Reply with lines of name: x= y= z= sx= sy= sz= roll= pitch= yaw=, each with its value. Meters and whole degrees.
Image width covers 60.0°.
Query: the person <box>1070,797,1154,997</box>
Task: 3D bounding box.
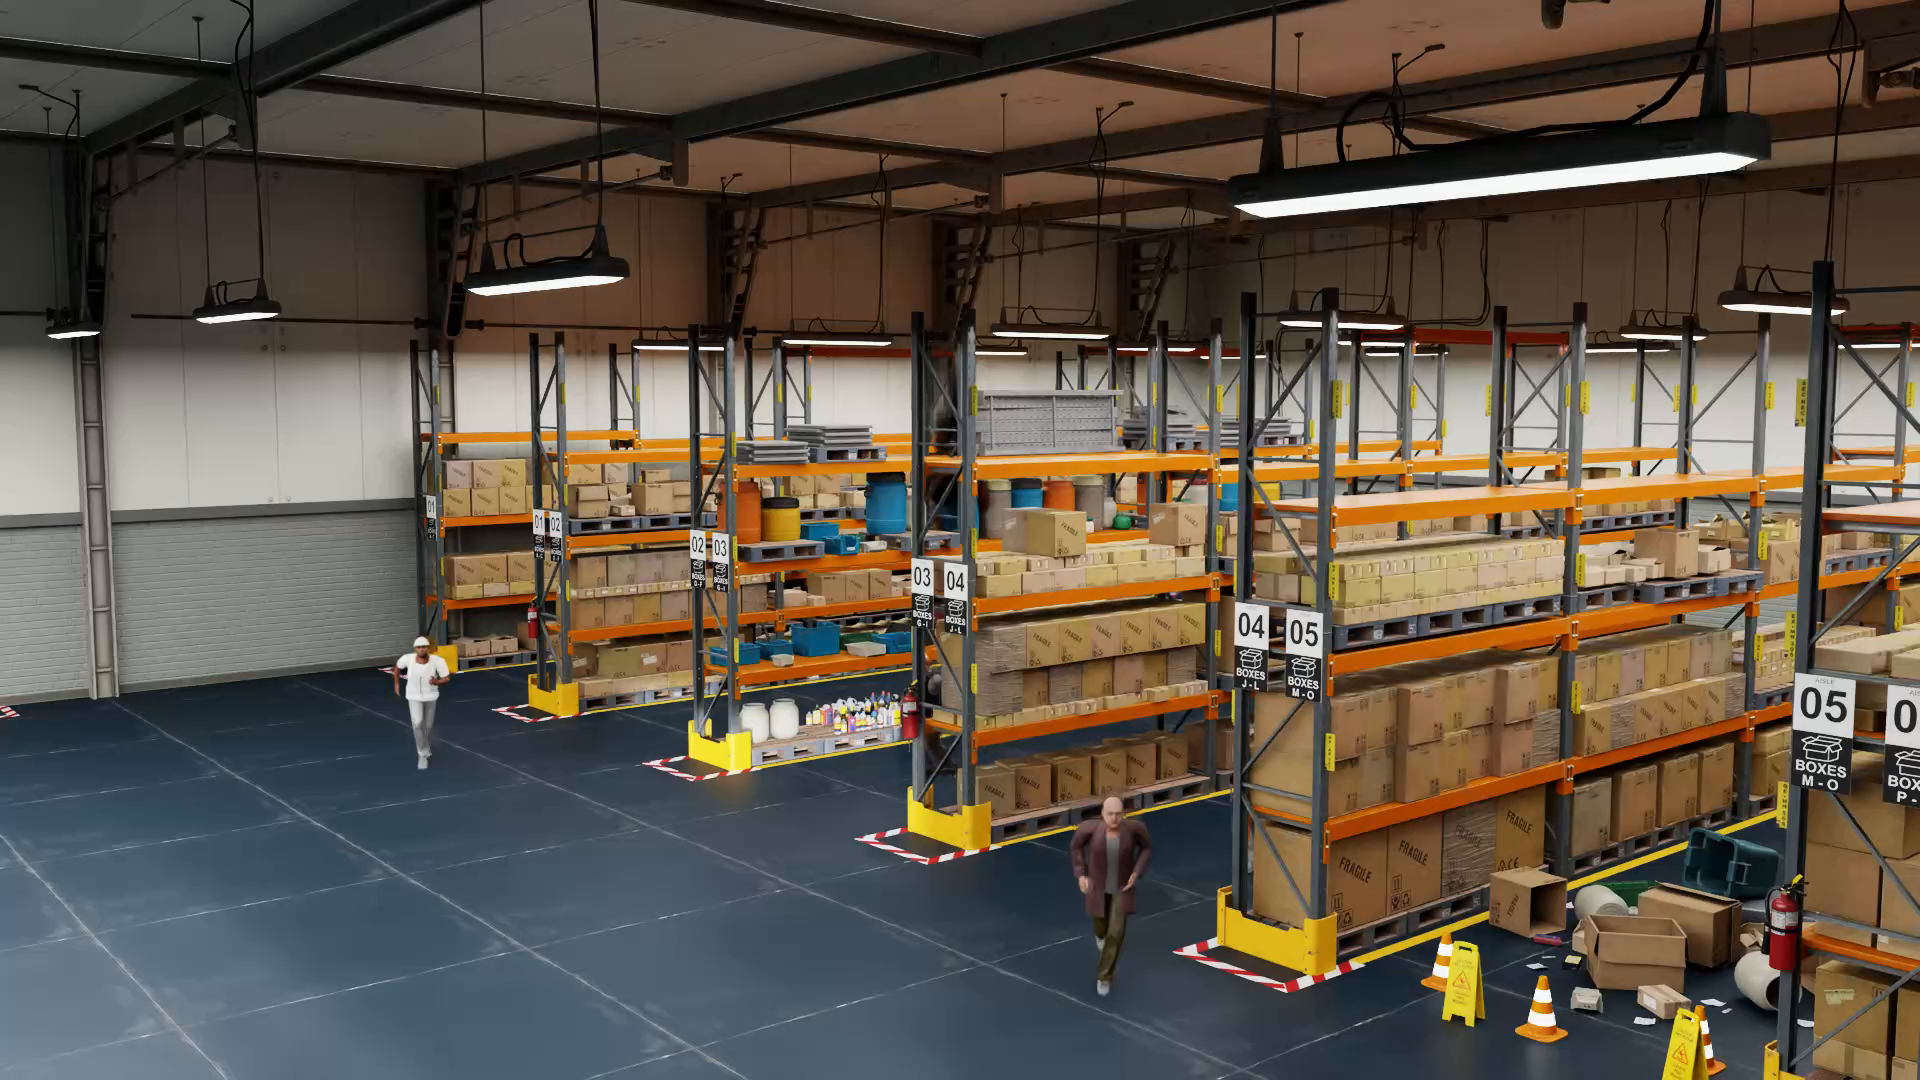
person: x=1.305 y=3.003 z=14.436 sx=0.712 sy=1.727 sz=0.890 roll=0 pitch=5 yaw=-2

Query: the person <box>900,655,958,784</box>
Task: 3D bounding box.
person: x=-0.338 y=2.256 z=20.842 sx=0.862 sy=1.675 sz=0.698 roll=-3 pitch=6 yaw=-29

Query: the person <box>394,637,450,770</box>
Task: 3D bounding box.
person: x=-7.343 y=2.197 z=22.736 sx=0.729 sy=1.808 sz=0.860 roll=-2 pitch=6 yaw=-17

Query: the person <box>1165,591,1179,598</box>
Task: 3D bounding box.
person: x=4.104 y=1.410 z=31.872 sx=0.604 sy=1.608 sz=0.561 roll=5 pitch=7 yaw=44

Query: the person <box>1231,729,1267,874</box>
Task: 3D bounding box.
person: x=3.260 y=2.762 z=17.819 sx=1.071 sy=1.602 sz=0.670 roll=-5 pitch=7 yaw=-42
